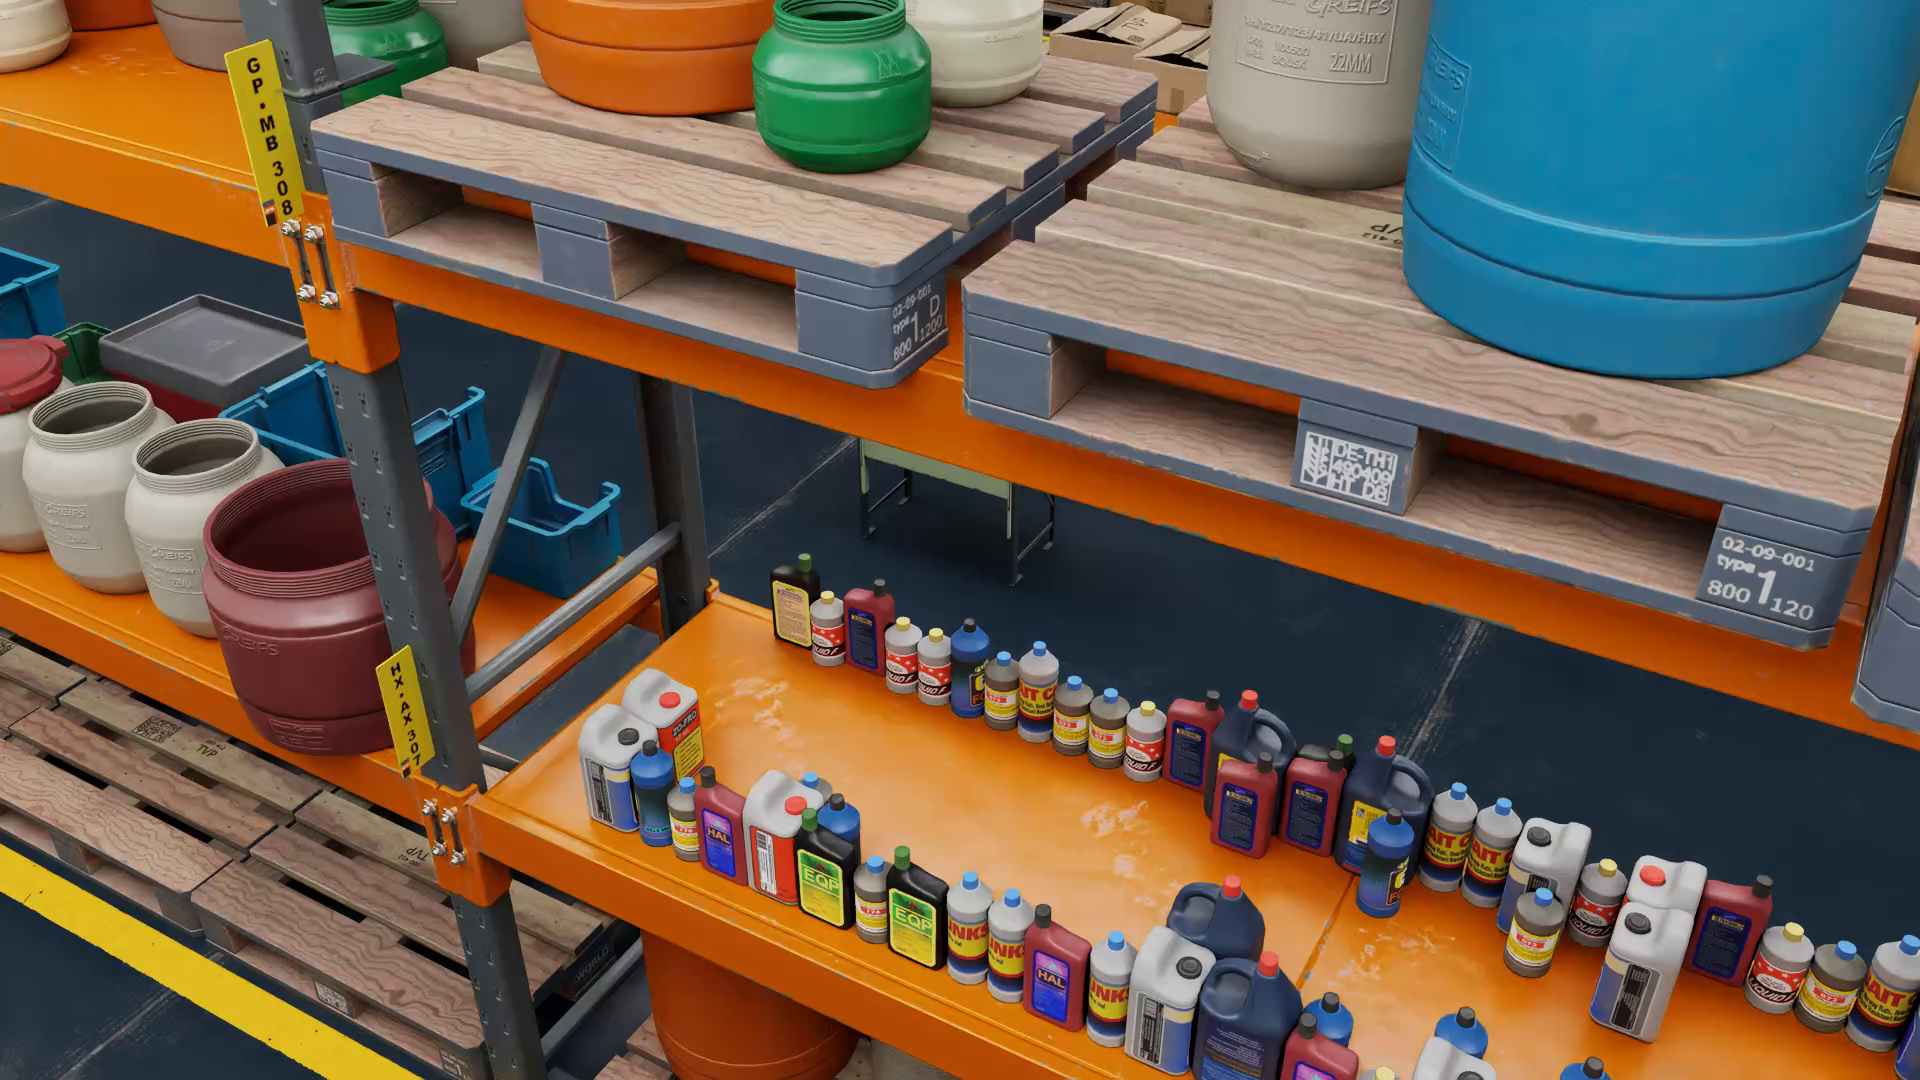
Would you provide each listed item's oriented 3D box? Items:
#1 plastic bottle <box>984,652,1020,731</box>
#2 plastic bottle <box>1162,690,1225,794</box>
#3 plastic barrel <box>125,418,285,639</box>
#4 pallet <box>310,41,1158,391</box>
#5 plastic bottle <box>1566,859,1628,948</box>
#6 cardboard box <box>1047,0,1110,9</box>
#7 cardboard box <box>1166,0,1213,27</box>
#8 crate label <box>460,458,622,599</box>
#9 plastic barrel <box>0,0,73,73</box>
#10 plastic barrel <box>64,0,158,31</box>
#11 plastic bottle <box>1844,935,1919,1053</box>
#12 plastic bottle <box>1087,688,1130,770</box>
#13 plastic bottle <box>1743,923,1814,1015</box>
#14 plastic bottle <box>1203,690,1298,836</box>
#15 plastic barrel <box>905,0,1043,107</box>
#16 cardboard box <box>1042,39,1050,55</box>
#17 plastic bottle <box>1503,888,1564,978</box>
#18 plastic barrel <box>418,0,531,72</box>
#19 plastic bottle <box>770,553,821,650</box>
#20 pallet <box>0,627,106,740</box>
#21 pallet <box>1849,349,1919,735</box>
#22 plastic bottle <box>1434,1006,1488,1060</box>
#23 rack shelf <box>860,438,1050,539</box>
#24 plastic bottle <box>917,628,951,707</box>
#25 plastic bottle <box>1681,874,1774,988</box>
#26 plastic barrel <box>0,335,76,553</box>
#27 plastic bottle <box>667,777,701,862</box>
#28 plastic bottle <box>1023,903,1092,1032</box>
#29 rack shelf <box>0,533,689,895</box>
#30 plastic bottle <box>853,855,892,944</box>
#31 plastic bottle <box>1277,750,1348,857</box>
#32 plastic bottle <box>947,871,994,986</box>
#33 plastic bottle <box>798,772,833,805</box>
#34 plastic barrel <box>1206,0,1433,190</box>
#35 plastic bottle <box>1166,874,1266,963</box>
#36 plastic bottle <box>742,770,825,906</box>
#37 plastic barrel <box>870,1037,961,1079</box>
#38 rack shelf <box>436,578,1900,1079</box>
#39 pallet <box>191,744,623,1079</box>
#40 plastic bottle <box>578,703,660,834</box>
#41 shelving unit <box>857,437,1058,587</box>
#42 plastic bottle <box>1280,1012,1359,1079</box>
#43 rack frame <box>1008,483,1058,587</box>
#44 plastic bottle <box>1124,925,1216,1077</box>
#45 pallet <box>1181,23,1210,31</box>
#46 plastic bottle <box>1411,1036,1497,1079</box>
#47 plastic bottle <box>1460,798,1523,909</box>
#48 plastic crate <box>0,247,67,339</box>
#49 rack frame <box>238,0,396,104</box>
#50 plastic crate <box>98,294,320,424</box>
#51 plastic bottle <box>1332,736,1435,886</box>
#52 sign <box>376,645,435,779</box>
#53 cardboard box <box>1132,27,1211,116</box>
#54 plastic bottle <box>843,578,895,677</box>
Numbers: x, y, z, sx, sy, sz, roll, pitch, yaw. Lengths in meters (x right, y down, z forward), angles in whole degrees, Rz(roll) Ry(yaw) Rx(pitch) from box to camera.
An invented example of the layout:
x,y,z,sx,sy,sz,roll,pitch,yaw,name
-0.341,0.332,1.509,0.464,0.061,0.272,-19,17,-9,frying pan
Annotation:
x,y,z,sx,sy,sz,roll,pitch,yaw,name
0.109,0.370,4.167,0.097,0.201,0.097,0,34,0,plastic bottle
0.556,0.466,3.949,0.133,0.283,0.061,18,37,24,plastic bottle
-1.998,-0.030,4.487,0.421,0.512,0.421,0,34,0,plastic barrel
-0.384,-0.715,3.082,1.213,0.211,1.003,18,37,24,pallet
1.370,0.769,3.567,0.097,0.201,0.097,0,34,0,plastic bottle
1.091,-4.619,13.338,0.500,0.500,0.700,19,38,26,cardboard box
1.987,-4.341,12.921,0.500,0.500,0.700,18,38,25,cardboard box
-1.179,-0.030,4.739,0.416,0.233,0.303,18,37,24,crate label
-2.219,-1.231,3.811,0.301,0.262,0.301,0,34,0,plastic barrel
-2.172,-1.740,4.064,0.708,0.830,0.600,18,37,24,plastic barrel
1.856,0.894,3.317,0.097,0.271,0.097,0,34,0,plastic bottle
0.362,0.450,4.047,0.097,0.201,0.097,0,34,0,plastic bottle
1.687,0.870,3.417,0.097,0.201,0.097,0,34,0,plastic bottle
0.674,0.502,3.835,0.185,0.351,0.144,18,37,24,plastic bottle
0.004,-0.944,3.001,0.301,0.262,0.301,0,34,0,plastic barrel
0.327,-2.405,8.381,0.250,0.149,0.380,21,39,28,cardboard box
1.210,0.816,3.498,0.097,0.201,0.097,0,34,0,plastic bottle
-1.117,-1.331,3.735,0.421,0.512,0.421,0,34,0,plastic barrel
-0.436,0.152,4.421,0.133,0.283,0.061,18,37,24,plastic bottle
-3.771,0.455,6.376,1.213,0.211,1.003,18,37,24,pallet
1.745,-0.041,2.070,1.003,0.211,1.213,18,37,24,pallet
0.944,0.993,3.169,0.097,0.271,0.097,0,34,0,plastic bottle
-0.006,-0.355,7.018,0.720,0.370,0.431,18,37,24,rack shelf
-0.060,0.316,4.248,0.097,0.201,0.097,0,34,0,plastic bottle
1.596,0.795,3.455,0.133,0.283,0.061,18,37,24,plastic bottle
-2.738,-0.270,4.827,0.433,0.535,0.433,0,34,0,plastic barrel
-0.612,0.626,3.783,0.097,0.201,0.097,0,34,0,plastic bottle
0.197,0.860,3.358,0.133,0.283,0.061,18,37,24,plastic bottle
-2.736,-0.054,5.273,4.000,0.370,1.077,18,37,24,rack shelf
-0.179,0.763,3.577,0.097,0.201,0.097,0,34,0,plastic bottle
0.802,0.583,3.774,0.133,0.283,0.061,18,37,24,plastic bottle
0.021,0.798,3.462,0.097,0.271,0.097,0,34,0,plastic bottle
-0.336,0.616,3.797,0.097,0.201,0.097,0,34,0,plastic bottle
0.615,-0.868,2.639,0.433,0.535,0.433,0,34,0,plastic barrel
0.516,0.809,3.373,0.185,0.351,0.144,18,37,24,plastic bottle
-0.382,0.650,3.679,0.135,0.276,0.152,18,37,24,plastic bottle
-0.031,1.296,4.463,0.421,0.512,0.421,0,34,0,plastic barrel
0.737,1.046,3.621,4.000,0.370,1.077,18,37,24,rack shelf
-1.652,1.126,5.369,1.213,0.211,1.003,18,37,24,pallet
-0.784,0.523,3.870,0.135,0.276,0.152,18,37,24,plastic bottle
-0.006,-0.626,6.837,0.755,1.500,0.431,18,37,24,shelving unit
0.674,1.011,3.130,0.133,0.283,0.061,18,37,24,plastic bottle
0.312,-0.525,6.686,0.023,1.500,0.400,18,37,24,rack frame
0.420,0.905,3.297,0.135,0.276,0.152,18,37,24,plastic bottle
2.184,-3.961,13.009,1.213,0.211,1.003,18,37,24,pallet
0.898,1.056,3.070,0.135,0.276,0.152,18,37,24,plastic bottle
1.169,0.677,3.644,0.097,0.271,0.097,0,34,0,plastic bottle
-3.360,-0.743,5.673,0.575,0.384,0.392,18,37,24,plastic crate
-0.999,-2.300,2.585,0.127,3.000,1.000,18,37,24,rack frame
-2.250,-0.421,5.119,0.583,0.464,0.402,18,37,24,plastic crate
0.950,0.589,3.703,0.185,0.351,0.144,18,37,24,plastic bottle
-1.266,0.396,3.802,0.005,0.325,0.100,18,37,24,sign
1.168,-2.270,8.032,0.500,0.311,0.500,20,39,27,cardboard box
-0.236,0.215,4.326,0.133,0.283,0.061,18,37,24,plastic bottle
